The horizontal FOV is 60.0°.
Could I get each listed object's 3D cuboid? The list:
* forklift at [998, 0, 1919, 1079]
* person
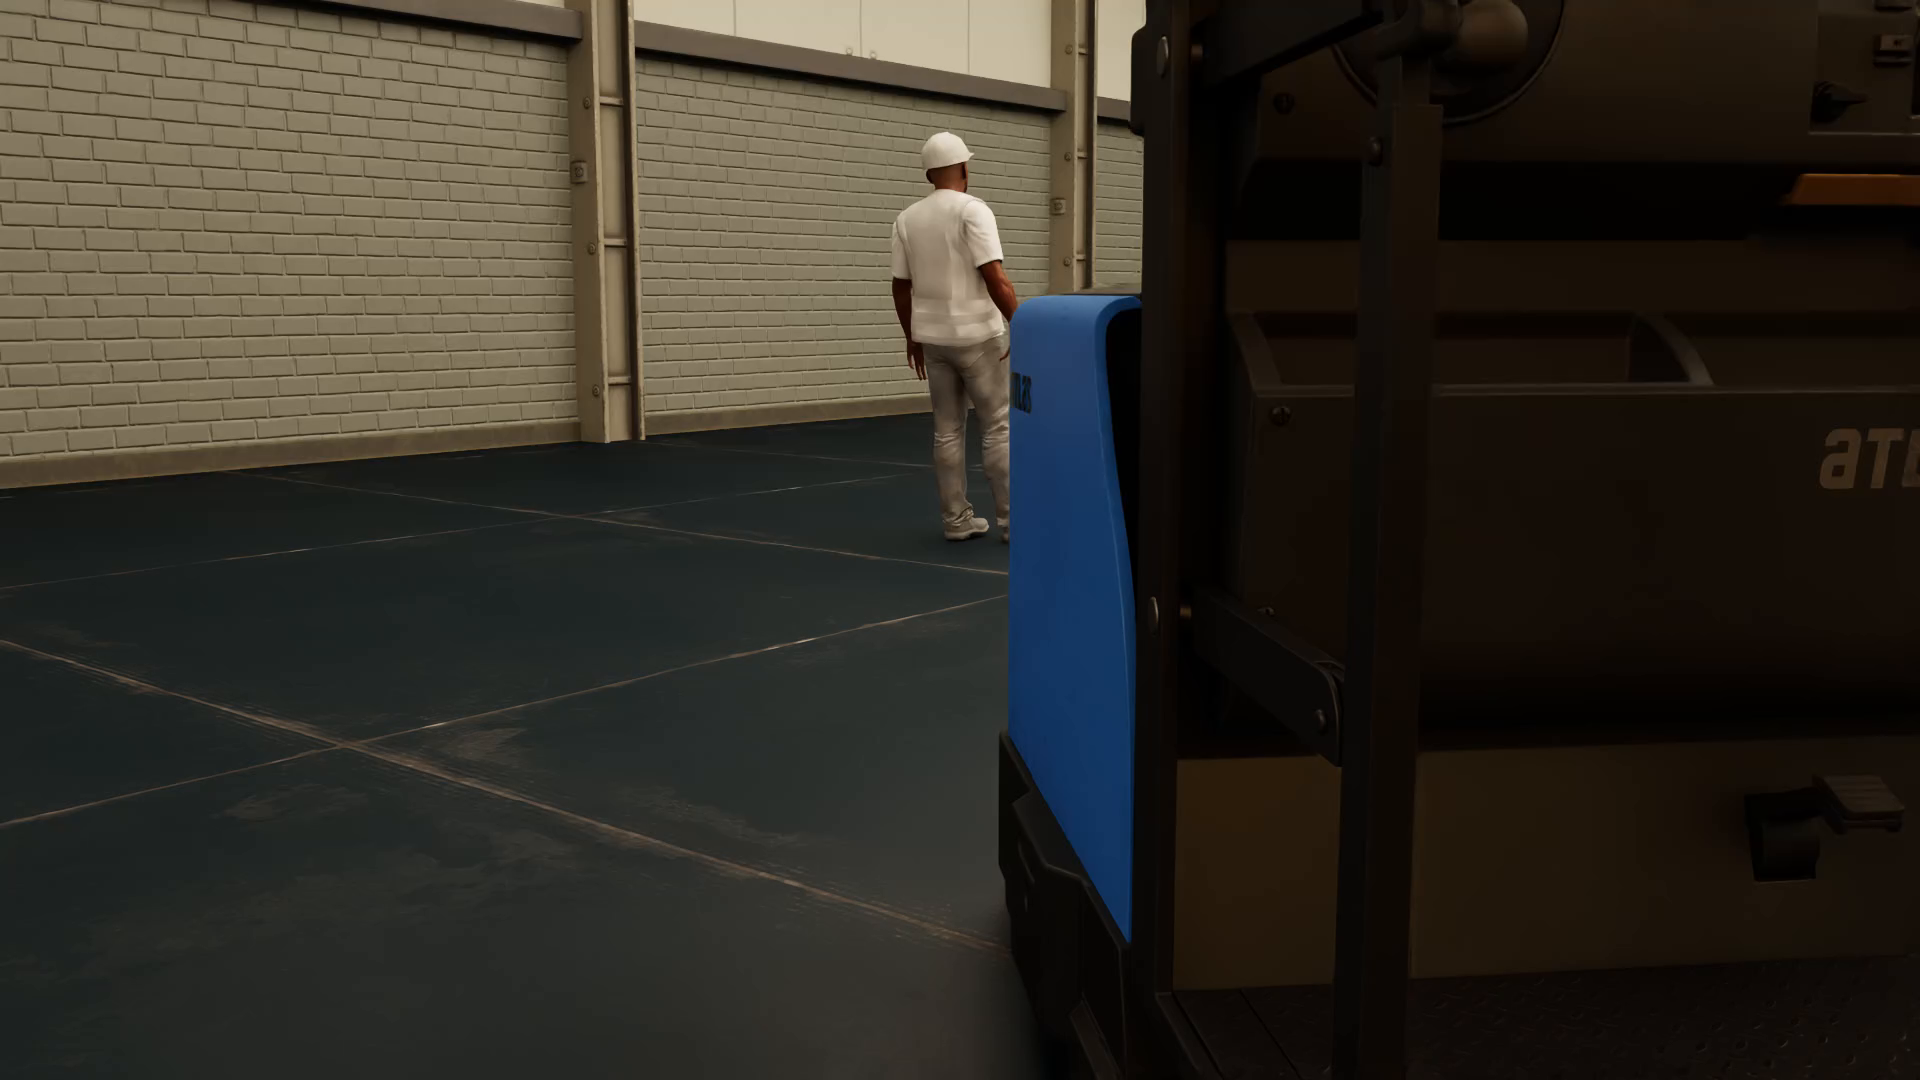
[{"bbox_3d":[0.762,-0.606,1.425,1.130,2.935,3.031,-1,8,-7],"label":"forklift"},{"bbox_3d":[0.048,-0.888,7.325,0.665,1.765,0.577,7,11,38],"label":"person"}]
